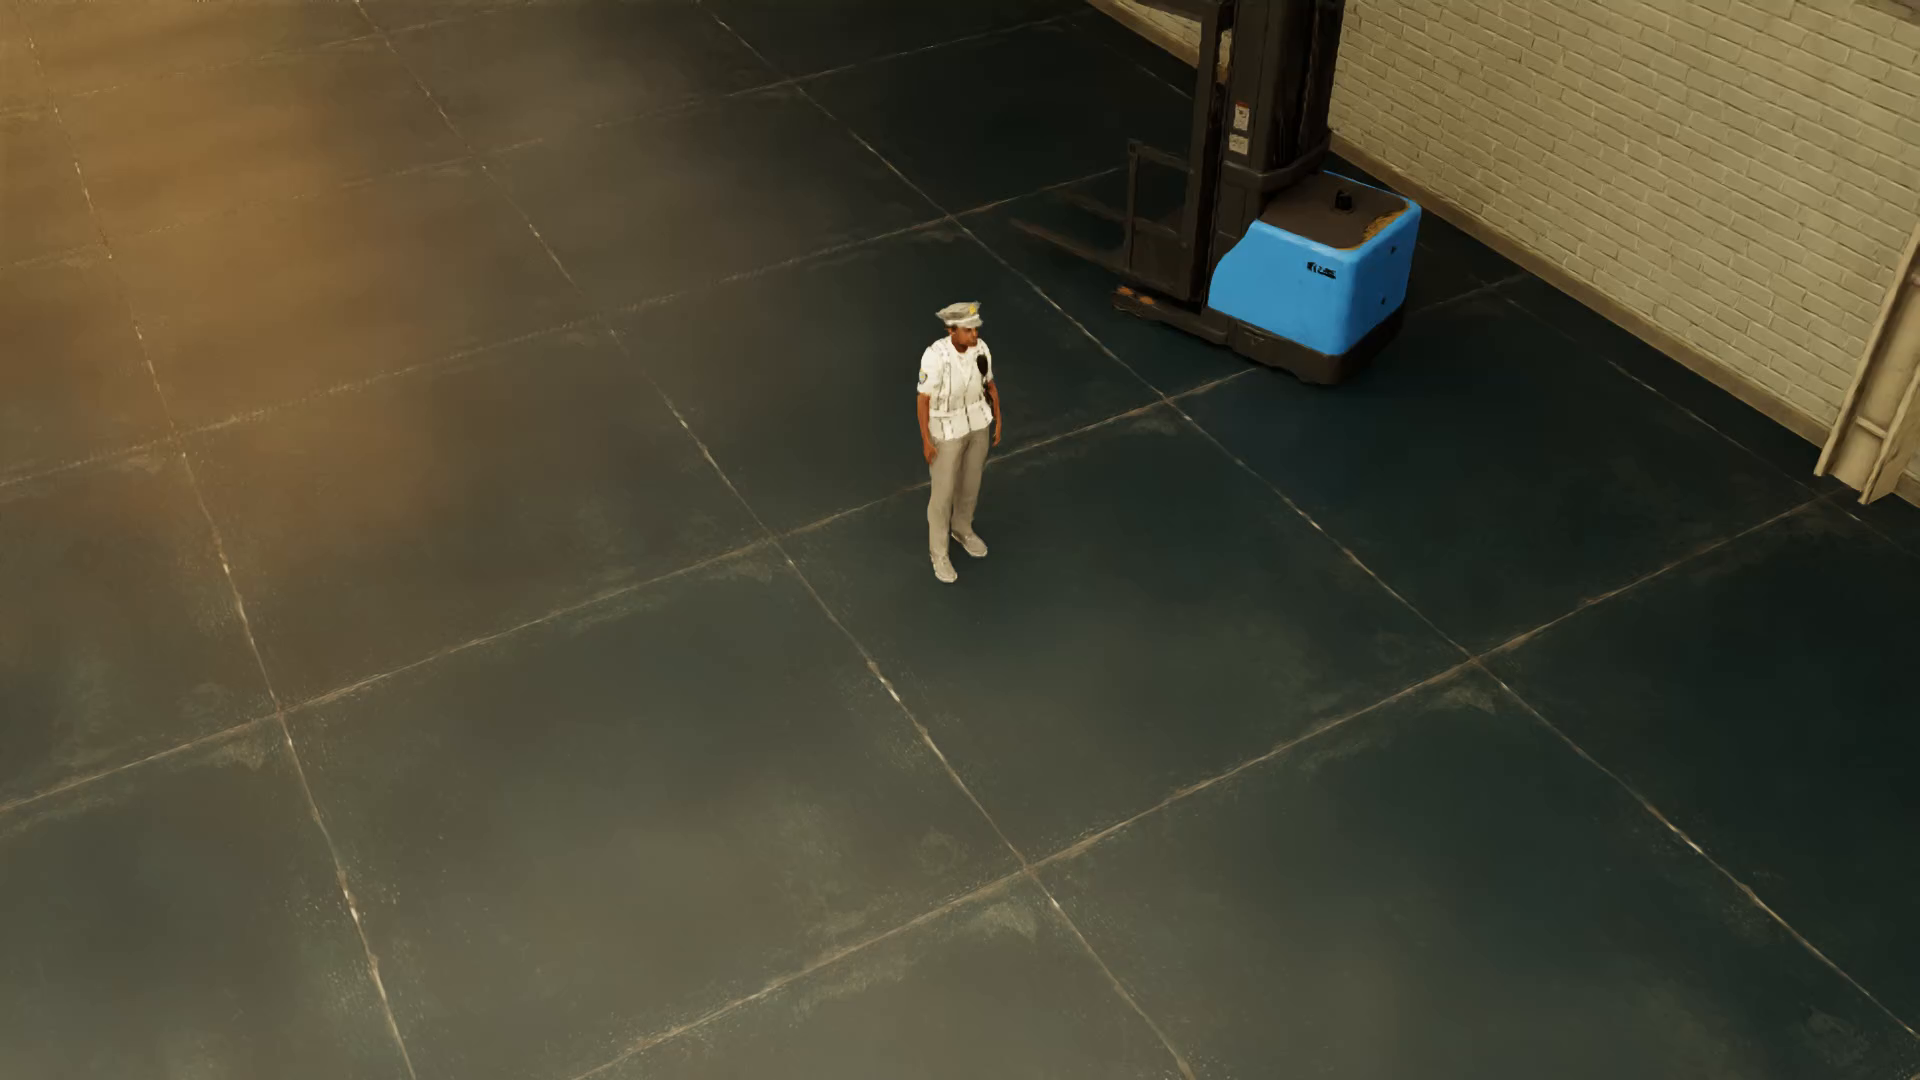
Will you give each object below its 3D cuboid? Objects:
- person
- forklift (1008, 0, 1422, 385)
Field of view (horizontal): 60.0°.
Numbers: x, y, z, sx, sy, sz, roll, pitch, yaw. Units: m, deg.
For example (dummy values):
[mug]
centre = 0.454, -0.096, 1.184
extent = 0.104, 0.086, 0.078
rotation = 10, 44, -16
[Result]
[person]
centre = 0.021, -0.609, 9.729
extent = 0.570, 1.693, 0.529
rotation = -20, 44, -23
[forklift]
centre = 1.746, -2.993, 11.645
extent = 3.031, 2.935, 1.130
rotation = 28, 47, 30
